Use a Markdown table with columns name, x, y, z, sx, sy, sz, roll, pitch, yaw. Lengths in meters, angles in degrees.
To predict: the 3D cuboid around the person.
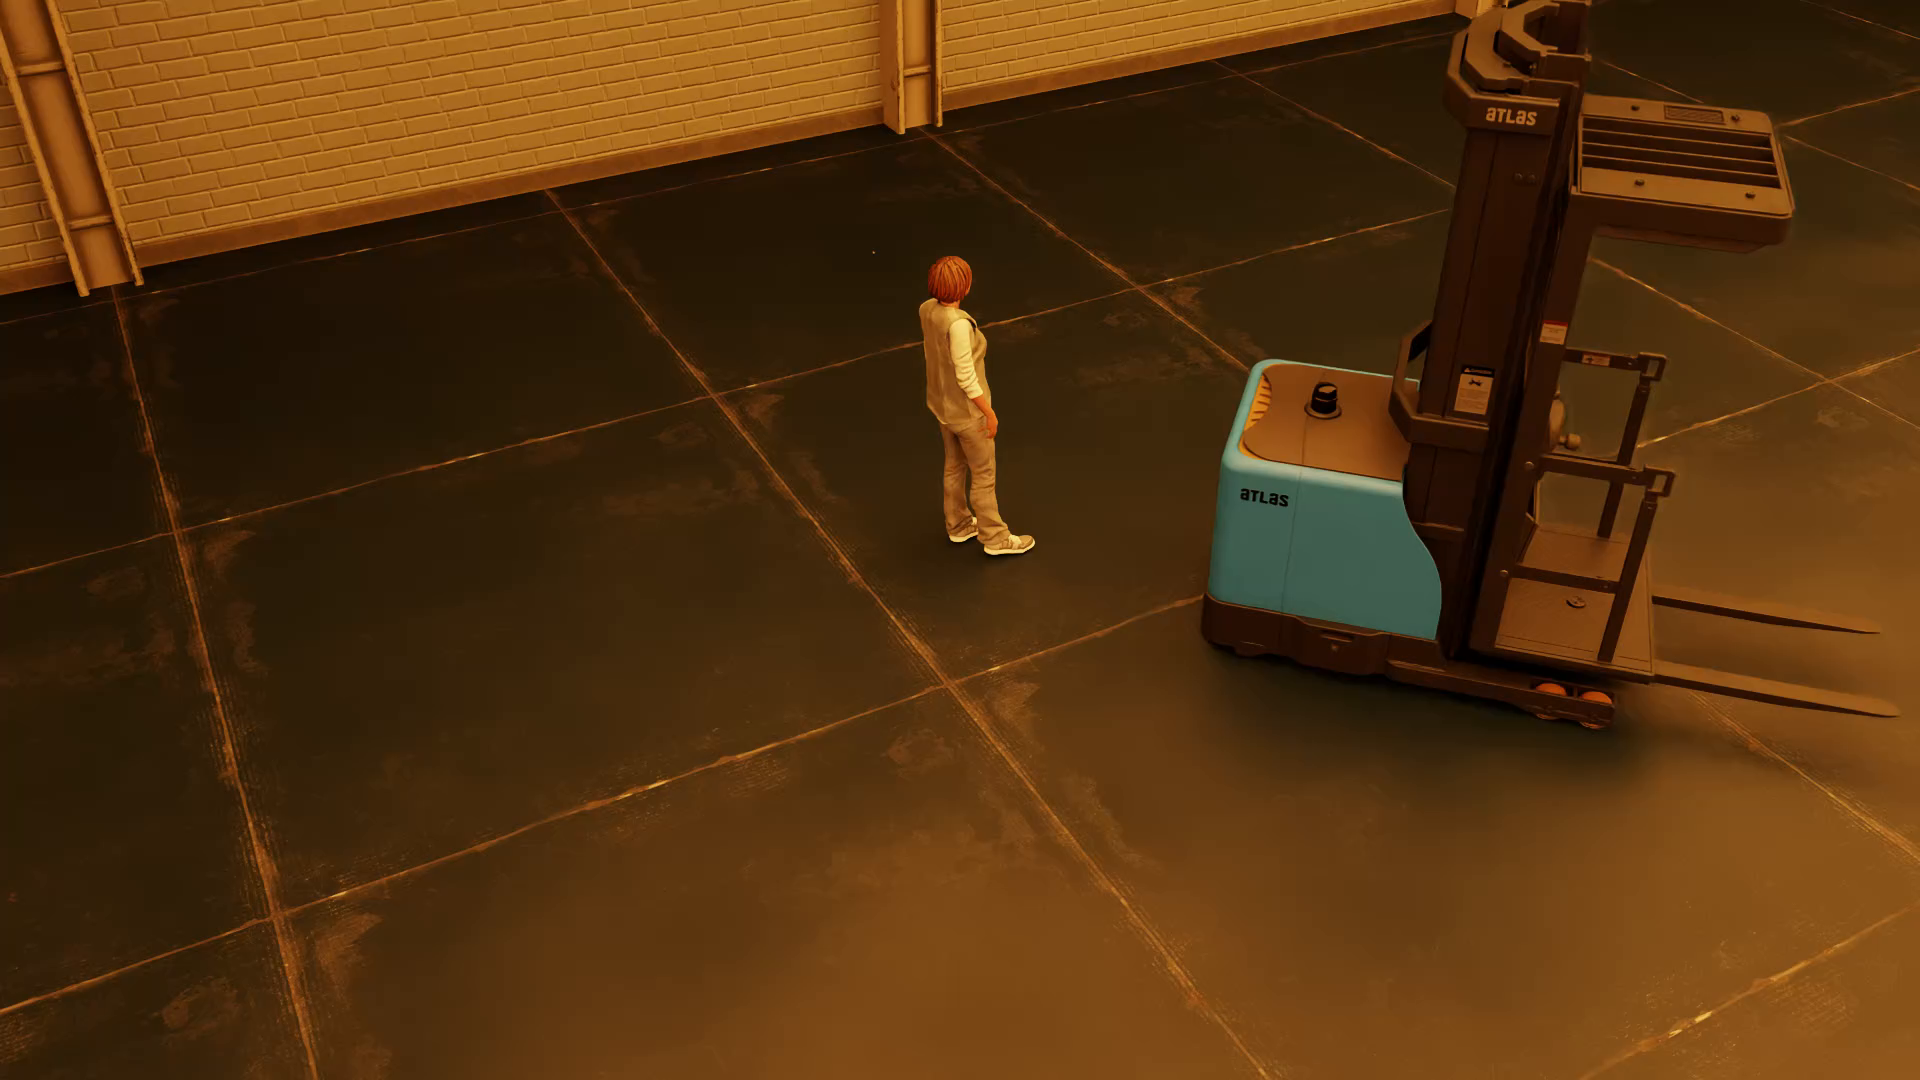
| name | x | y | z | sx | sy | sz | roll | pitch | yaw |
| --- | --- | --- | --- | --- | --- | --- | --- | --- | --- |
| person | 0.073 | -0.671 | 8.215 | 0.473 | 1.599 | 0.520 | -17 | 39 | -23 |

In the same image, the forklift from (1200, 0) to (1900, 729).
| name | x | y | z | sx | sy | sz | roll | pitch | yaw |
| --- | --- | --- | --- | --- | --- | --- | --- | --- | --- |
| forklift | 2.722 | -0.695 | 7.107 | 3.031 | 2.935 | 1.130 | 10 | 37 | 14 |
